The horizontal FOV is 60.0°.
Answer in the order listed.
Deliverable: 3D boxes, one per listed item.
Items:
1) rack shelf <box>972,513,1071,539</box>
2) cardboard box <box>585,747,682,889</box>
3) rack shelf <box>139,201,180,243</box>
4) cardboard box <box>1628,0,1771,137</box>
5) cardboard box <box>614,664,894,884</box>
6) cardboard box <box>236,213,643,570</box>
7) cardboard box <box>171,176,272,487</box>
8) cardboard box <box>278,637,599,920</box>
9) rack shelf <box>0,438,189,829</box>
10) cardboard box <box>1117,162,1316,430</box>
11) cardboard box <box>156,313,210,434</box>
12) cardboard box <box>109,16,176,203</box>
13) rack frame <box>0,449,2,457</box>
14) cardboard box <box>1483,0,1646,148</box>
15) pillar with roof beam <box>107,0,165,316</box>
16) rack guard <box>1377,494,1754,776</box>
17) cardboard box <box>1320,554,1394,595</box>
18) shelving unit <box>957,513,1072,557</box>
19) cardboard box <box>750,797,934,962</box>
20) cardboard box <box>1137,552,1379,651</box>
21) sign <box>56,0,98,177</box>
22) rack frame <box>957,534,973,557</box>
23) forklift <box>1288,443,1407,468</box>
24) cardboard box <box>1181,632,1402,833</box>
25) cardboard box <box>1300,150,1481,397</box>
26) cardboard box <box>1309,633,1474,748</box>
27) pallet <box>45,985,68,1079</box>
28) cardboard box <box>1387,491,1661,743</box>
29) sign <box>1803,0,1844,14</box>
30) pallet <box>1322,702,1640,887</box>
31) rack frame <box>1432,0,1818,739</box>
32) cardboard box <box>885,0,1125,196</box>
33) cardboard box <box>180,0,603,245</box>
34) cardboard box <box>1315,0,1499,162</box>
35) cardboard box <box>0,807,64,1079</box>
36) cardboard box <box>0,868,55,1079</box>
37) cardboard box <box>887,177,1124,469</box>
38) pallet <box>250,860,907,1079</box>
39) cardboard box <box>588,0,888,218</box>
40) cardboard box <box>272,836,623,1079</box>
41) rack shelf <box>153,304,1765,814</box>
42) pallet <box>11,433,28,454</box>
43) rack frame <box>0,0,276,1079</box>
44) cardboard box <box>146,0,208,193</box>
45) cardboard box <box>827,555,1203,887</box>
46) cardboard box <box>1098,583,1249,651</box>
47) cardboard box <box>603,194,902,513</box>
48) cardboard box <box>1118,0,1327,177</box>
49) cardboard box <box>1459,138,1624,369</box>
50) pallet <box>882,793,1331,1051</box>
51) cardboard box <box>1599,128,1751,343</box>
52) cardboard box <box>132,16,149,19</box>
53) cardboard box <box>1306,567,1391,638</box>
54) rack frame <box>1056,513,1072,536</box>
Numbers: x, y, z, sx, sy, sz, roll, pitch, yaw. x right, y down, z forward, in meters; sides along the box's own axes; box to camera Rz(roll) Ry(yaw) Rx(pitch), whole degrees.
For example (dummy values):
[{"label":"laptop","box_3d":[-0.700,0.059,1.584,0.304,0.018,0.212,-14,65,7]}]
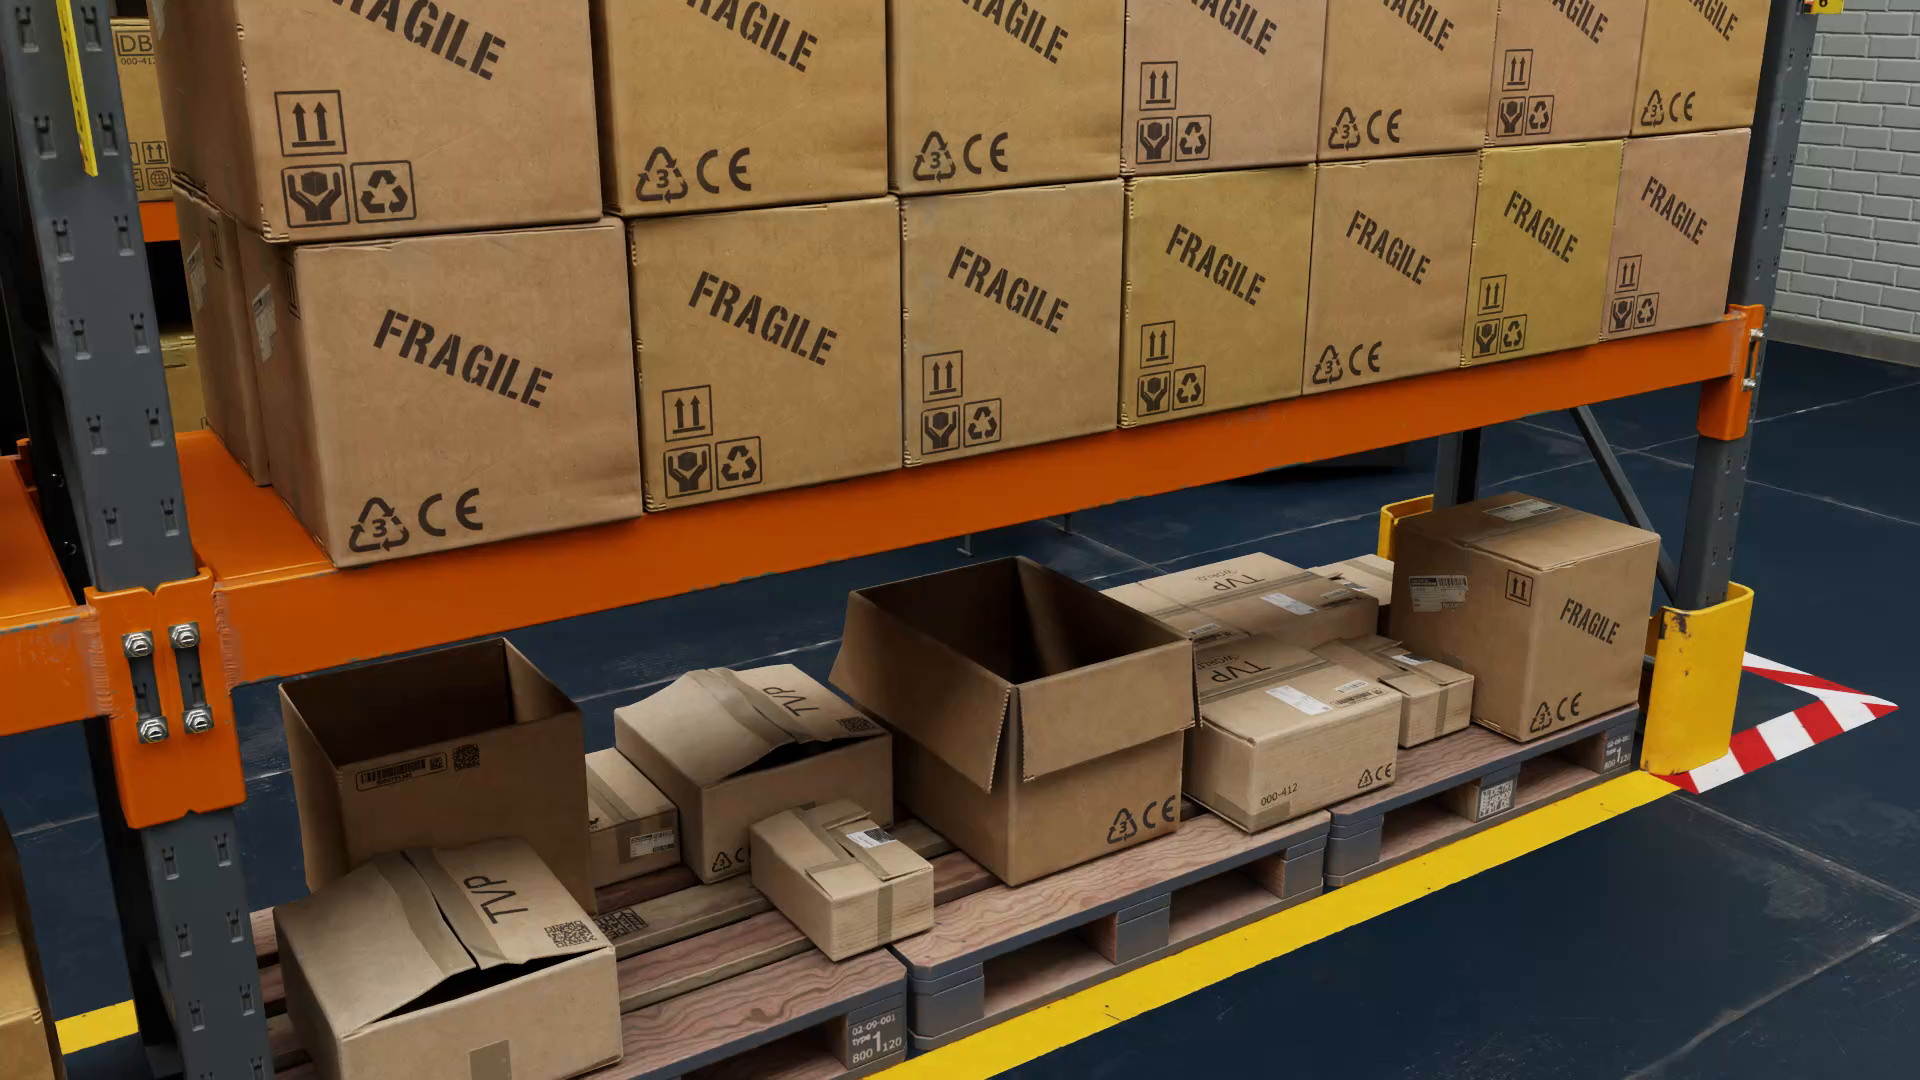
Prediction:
[{"label":"rack shelf","box_3d":[0.138,-0.348,6.723,0.480,0.518,0.431,-12,22,-31]},{"label":"cardboard box","box_3d":[-0.849,0.650,3.904,0.250,0.149,0.380,-12,22,-31]},{"label":"rack shelf","box_3d":[-2.506,-1.570,7.828,4.000,0.370,1.077,-12,22,-31]},{"label":"cardboard box","box_3d":[1.671,-1.308,4.212,0.500,0.500,0.500,-12,22,-32]},{"label":"cardboard box","box_3d":[-0.503,0.523,4.026,0.500,0.311,0.500,-12,22,-31]},{"label":"cardboard box","box_3d":[-0.873,-0.298,2.787,0.500,0.500,0.500,-11,22,-30]},{"label":"cardboard box","box_3d":[-1.173,-0.438,3.201,0.500,0.500,0.500,-11,22,-31]},{"label":"cardboard box","box_3d":[-1.129,0.566,3.605,0.500,0.500,0.500,-12,22,-31]},{"label":"rack shelf","box_3d":[-3.119,0.459,1.827,4.000,0.370,1.077,-12,22,-31]},{"label":"cardboard box","box_3d":[0.395,-0.567,3.582,0.500,0.500,0.500,-12,22,-32]},{"label":"cardboard box","box_3d":[-3.496,-0.677,7.312,0.500,0.500,0.700,-12,22,-31]},{"label":"cardboard box","box_3d":[-3.715,-1.792,6.892,0.700,0.700,0.980,-12,22,-31]},{"label":"rack frame","box_3d":[-4.177,-1.558,6.671,0.127,3.000,1.000,-12,22,-31]},{"label":"cardboard box","box_3d":[1.250,-1.218,3.948,0.500,0.500,0.500,-11,22,-30]},{"label":"pillar with roof beam","box_3d":[-1.700,-3.604,3.353,0.400,9.000,9.100,-12,22,-31]},{"label":"rack guard","box_3d":[1.828,0.259,5.198,0.348,0.500,1.175,-12,22,-31]},{"label":"cardboard box","box_3d":[1.353,0.185,5.277,0.250,0.149,0.380,-12,22,-31]},{"label":"shelving unit","box_3d":[0.138,-1.024,6.495,0.503,2.100,0.431,-12,22,-31]},{"label":"cardboard box","box_3d":[-0.263,0.729,3.643,0.250,0.166,0.380,-12,22,-31]},{"label":"cardboard box","box_3d":[0.864,0.264,4.888,0.500,0.250,0.500,-12,22,-31]},{"label":"sign","box_3d":[-1.141,-0.635,2.131,0.005,0.325,0.100,-12,22,-31]},{"label":"rack frame","box_3d":[-0.066,-0.981,6.368,0.015,2.100,0.400,-12,22,-31]},{"label":"forklift","box_3d":[1.400,-2.128,8.463,1.130,2.935,3.031,-1,19,-4]},{"label":"cardboard box","box_3d":[0.763,0.477,4.258,0.500,0.250,0.500,-12,22,-31]},{"label":"cardboard box","box_3d":[0.816,-0.655,3.844,0.500,0.500,0.500,-12,22,-31]},{"label":"cardboard box","box_3d":[1.185,0.404,4.603,0.250,0.166,0.380,-12,22,-31]},{"label":"pallet","box_3d":[-2.108,1.240,2.746,1.213,0.211,1.003,-12,22,-31]},{"label":"cardboard box","box_3d":[1.573,0.199,4.689,0.500,0.500,0.500,-12,22,-31]},{"label":"sign","box_3d":[2.180,-1.485,4.152,0.005,0.325,0.100,-12,22,-31]},{"label":"pallet","box_3d":[1.163,0.537,4.828,1.213,0.211,1.003,-12,22,-31]},{"label":"rack frame","box_3d":[1.892,-0.939,4.837,0.127,3.000,1.000,-12,22,-31]},{"label":"cardboard box","box_3d":[-0.040,-0.944,3.137,0.500,0.500,0.500,-13,22,-33]},{"label":"cardboard box","box_3d":[-0.901,-0.763,2.600,0.500,0.500,0.500,-11,22,-30]},{"label":"cardboard box","box_3d":[0.819,-1.126,3.674,0.500,0.500,0.500,-11,22,-30]},{"label":"cardboard box","box_3d":[-1.987,0.762,3.024,0.500,0.500,0.500,-13,23,-34]},{"label":"cardboard box","box_3d":[-1.704,0.905,2.599,0.500,0.500,0.500,-12,22,-32]},{"label":"cardboard box","box_3d":[-0.029,-0.477,3.315,0.500,0.500,0.500,-12,22,-32]},{"label":"pallet","box_3d":[-0.875,0.966,3.557,1.213,0.211,1.003,-12,22,-31]},{"label":"cardboard box","box_3d":[-0.470,-0.854,2.869,0.500,0.500,0.500,-13,22,-33]},{"label":"cardboard box","box_3d":[-0.979,0.815,3.161,0.500,0.311,0.500,-12,22,-31]},{"label":"rack shelf","box_3d":[0.221,-0.245,3.911,4.000,0.370,1.077,-12,22,-31]},{"label":"pallet","box_3d":[-3.498,-0.350,7.452,1.213,0.211,1.003,-12,22,-31]},{"label":"rack frame","box_3d":[-1.449,-0.234,2.753,0.127,3.000,1.000,-12,22,-31]},{"label":"cardboard box","box_3d":[-1.169,-0.913,3.045,0.500,0.500,0.500,-12,22,-31]},{"label":"cardboard box","box_3d":[0.117,0.408,4.066,0.637,0.503,0.797,-12,22,-31]},{"label":"cardboard box","box_3d":[0.446,0.352,4.627,0.500,0.250,0.500,-12,22,-31]},{"label":"cardboard box","box_3d":[-0.448,-0.389,3.057,0.500,0.500,0.500,-11,22,-30]},{"label":"cardboard box","box_3d":[0.390,-1.035,3.407,0.500,0.500,0.500,-11,22,-30]},{"label":"cardboard box","box_3d":[1.236,-0.742,4.100,0.500,0.500,0.500,-12,22,-31]},{"label":"pallet","box_3d":[0.145,0.750,4.197,1.213,0.211,1.003,-12,22,-31]},{"label":"cardboard box","box_3d":[1.667,-0.834,4.373,0.500,0.500,0.500,-11,22,-30]},{"label":"cardboard box","box_3d":[-3.102,-1.919,7.268,0.700,0.700,0.980,-13,22,-33]},{"label":"cardboard box","box_3d":[1.144,0.221,5.144,0.250,0.166,0.380,-12,22,-31]},{"label":"rack frame","box_3d":[0.342,-1.067,6.622,0.015,2.100,0.400,-12,22,-31]}]
